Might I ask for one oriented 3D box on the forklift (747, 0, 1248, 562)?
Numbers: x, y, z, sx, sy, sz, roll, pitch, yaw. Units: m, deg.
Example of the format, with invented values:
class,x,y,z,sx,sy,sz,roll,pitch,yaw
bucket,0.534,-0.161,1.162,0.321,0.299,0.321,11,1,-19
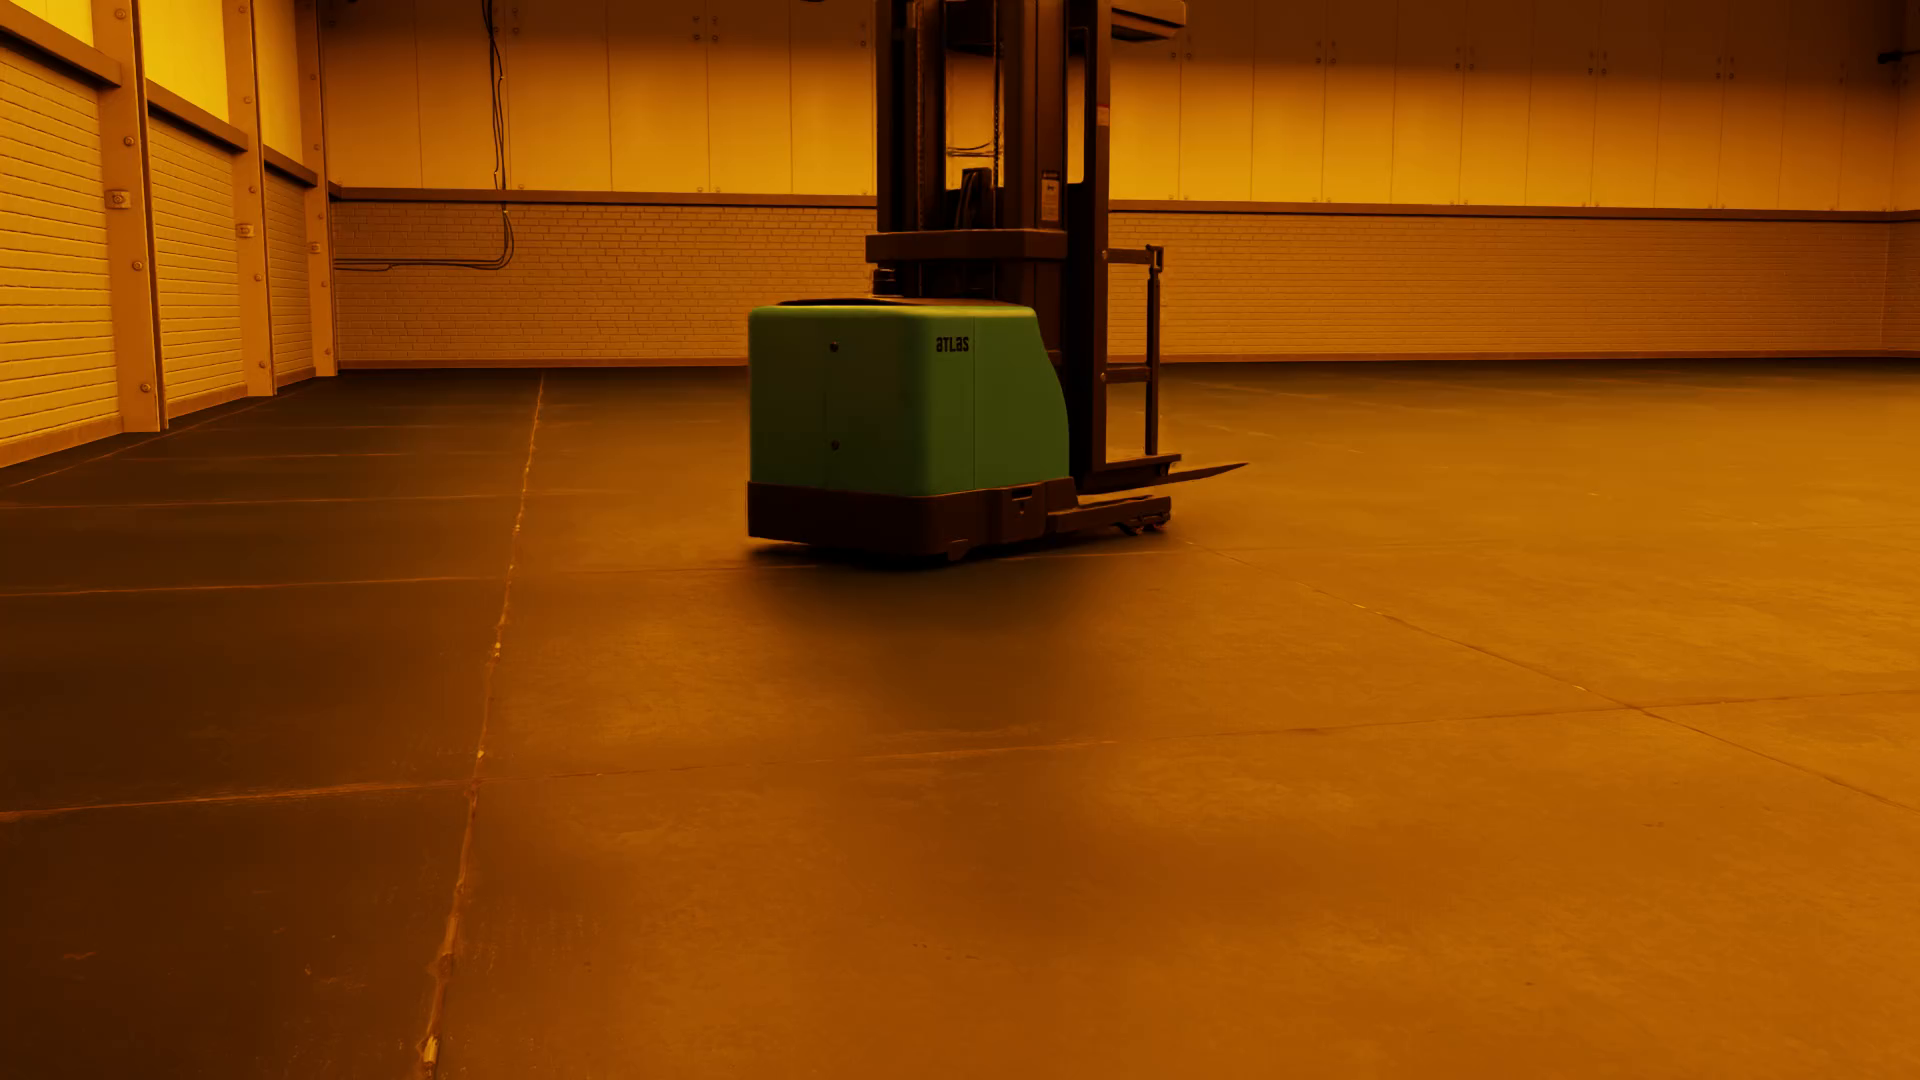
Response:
class,x,y,z,sx,sy,sz,roll,pitch,yaw
forklift,0.374,-1.520,7.994,1.130,2.935,3.031,6,10,38
